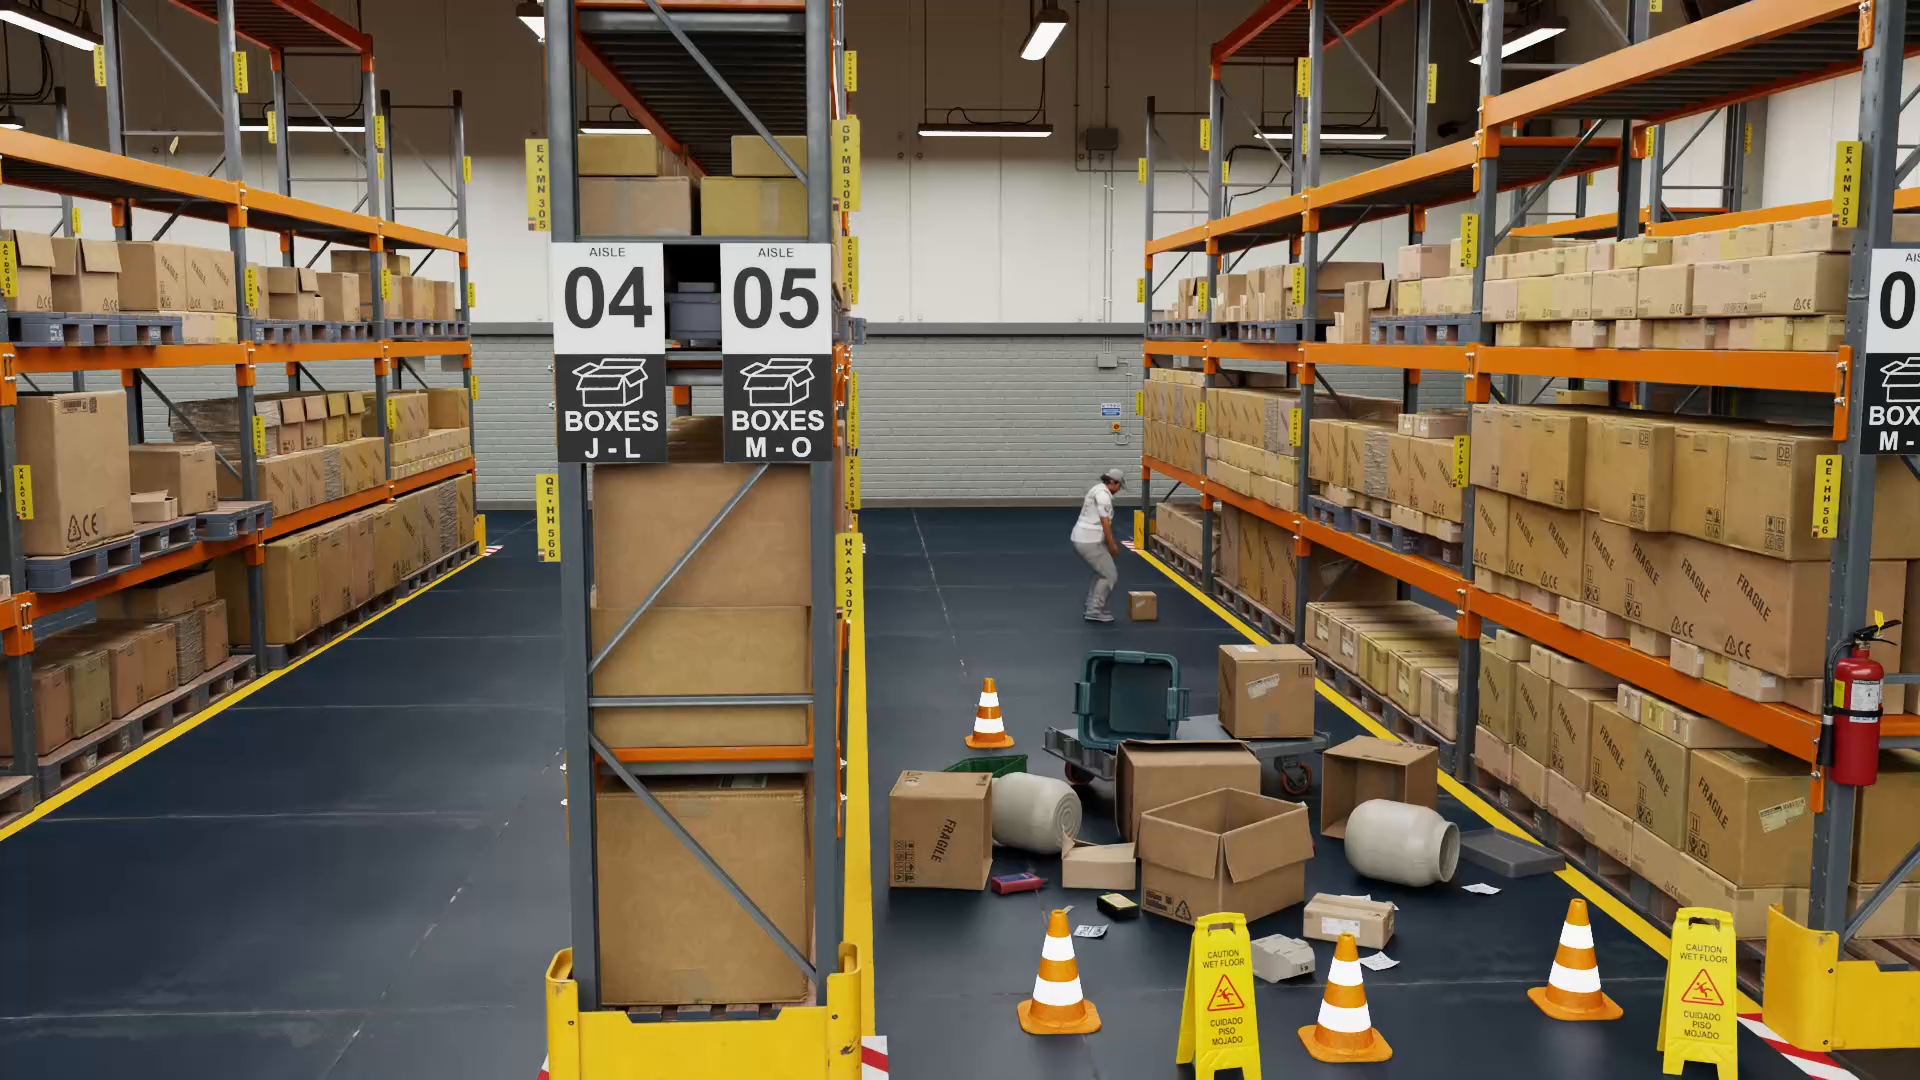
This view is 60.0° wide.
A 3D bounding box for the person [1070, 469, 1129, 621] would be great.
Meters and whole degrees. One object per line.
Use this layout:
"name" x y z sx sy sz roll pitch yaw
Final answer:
"person" 1.450 0.041 16.975 0.539 1.541 0.519 0 7 -3
